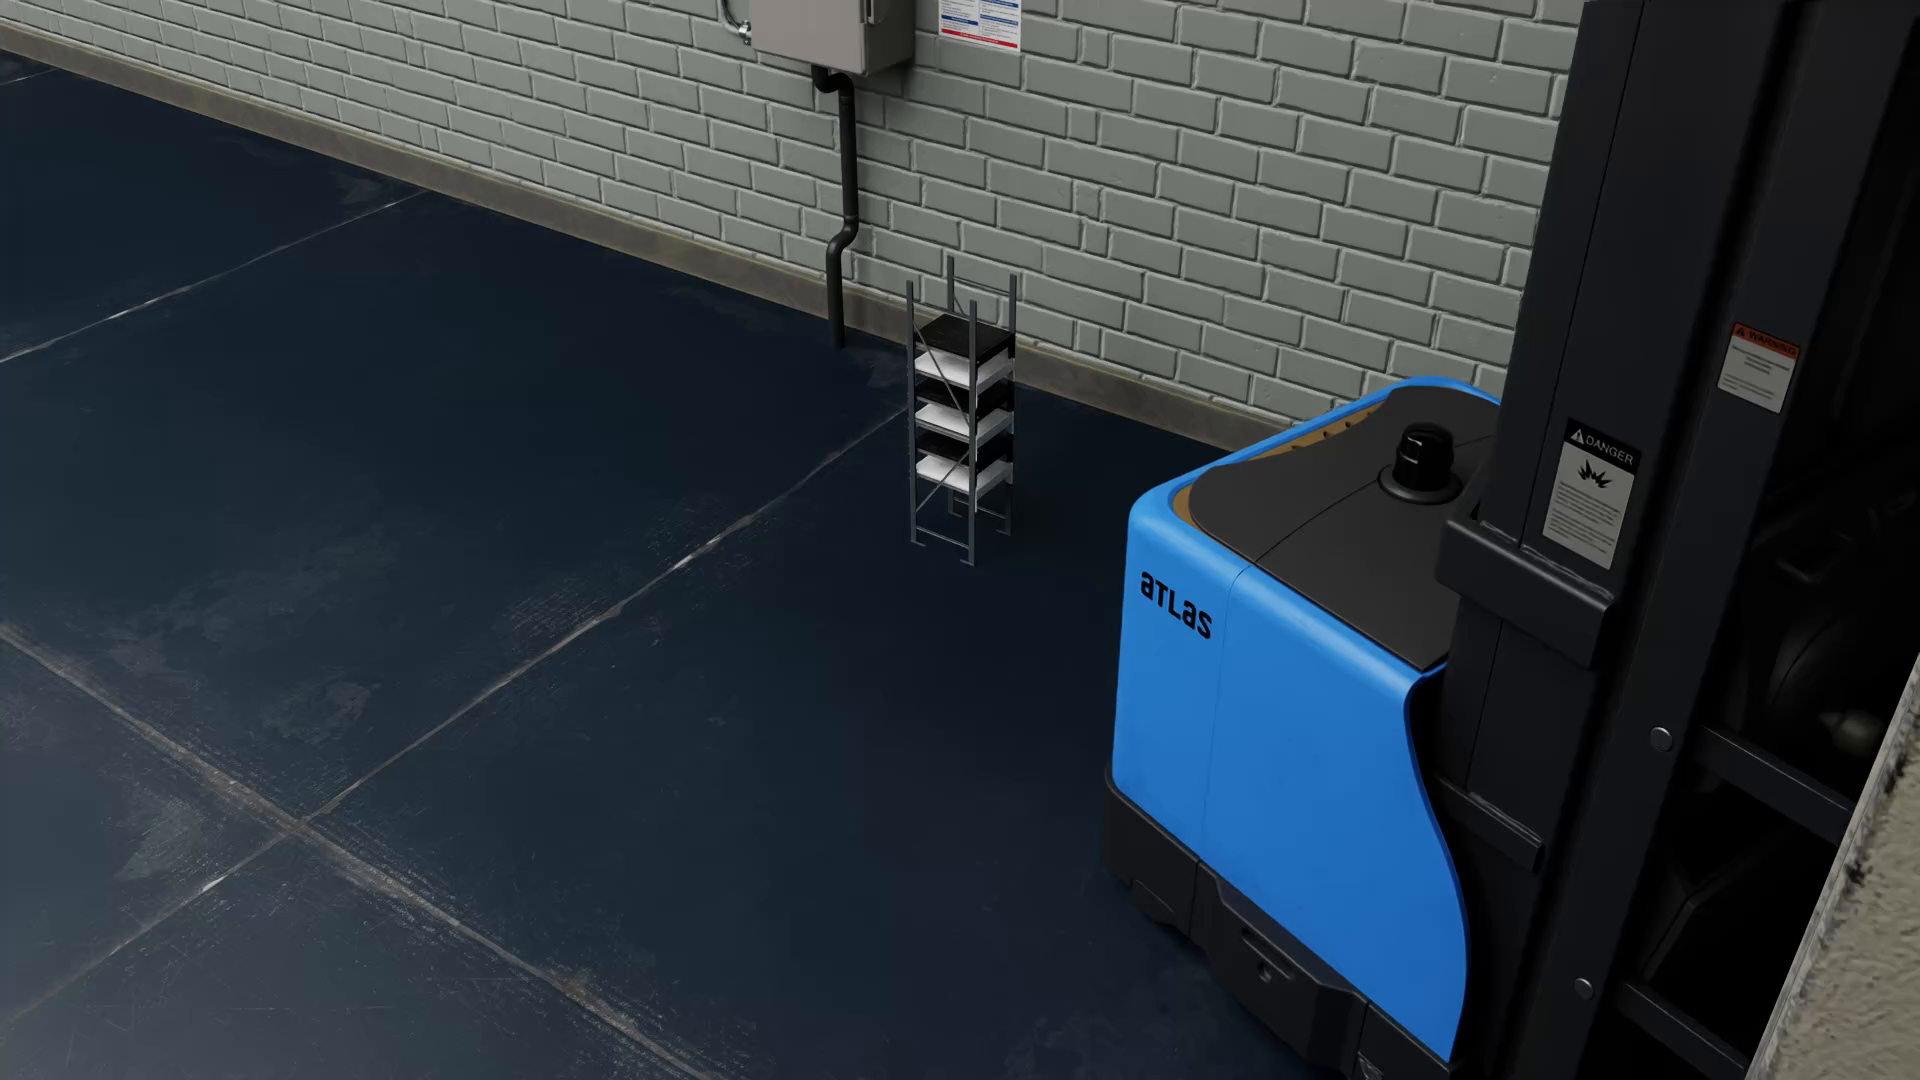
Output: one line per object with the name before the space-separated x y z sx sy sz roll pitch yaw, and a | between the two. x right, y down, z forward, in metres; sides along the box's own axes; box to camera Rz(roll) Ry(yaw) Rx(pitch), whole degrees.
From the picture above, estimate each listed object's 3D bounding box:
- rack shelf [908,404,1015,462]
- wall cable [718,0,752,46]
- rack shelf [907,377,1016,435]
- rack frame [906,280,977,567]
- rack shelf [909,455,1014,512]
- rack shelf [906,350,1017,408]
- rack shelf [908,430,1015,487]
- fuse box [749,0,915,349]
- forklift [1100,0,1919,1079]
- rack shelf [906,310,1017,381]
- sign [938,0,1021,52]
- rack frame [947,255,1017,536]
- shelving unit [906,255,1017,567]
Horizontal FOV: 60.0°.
rack shelf | 0.005 -0.349 5.022 0.258 0.077 0.200 21 39 28
wall cable | -0.932 -2.674 5.619 0.588 1.984 0.122 21 39 28
rack shelf | 0.005 -0.423 4.972 0.258 0.077 0.200 21 39 28
rack frame | -0.053 -0.330 4.934 0.240 0.900 0.006 21 39 28
rack shelf | 0.005 -0.200 5.123 0.258 0.077 0.200 21 39 28
rack shelf | 0.005 -0.498 4.921 0.258 0.077 0.200 21 39 28
rack shelf | 0.005 -0.274 5.073 0.258 0.077 0.200 21 39 28
fuse box | -0.461 -1.429 5.835 0.539 1.711 0.414 21 39 28
forklift | 1.621 0.085 2.507 1.130 2.935 3.031 -23 40 -30
rack shelf | 0.005 -0.573 4.871 0.258 0.077 0.200 21 39 28
sign | 0.063 -1.861 5.408 0.329 0.494 0.001 21 39 28
rack frame | 0.063 -0.423 5.073 0.240 0.900 0.006 21 39 28
shelving unit | 0.005 -0.376 5.003 0.258 0.900 0.210 21 39 28
